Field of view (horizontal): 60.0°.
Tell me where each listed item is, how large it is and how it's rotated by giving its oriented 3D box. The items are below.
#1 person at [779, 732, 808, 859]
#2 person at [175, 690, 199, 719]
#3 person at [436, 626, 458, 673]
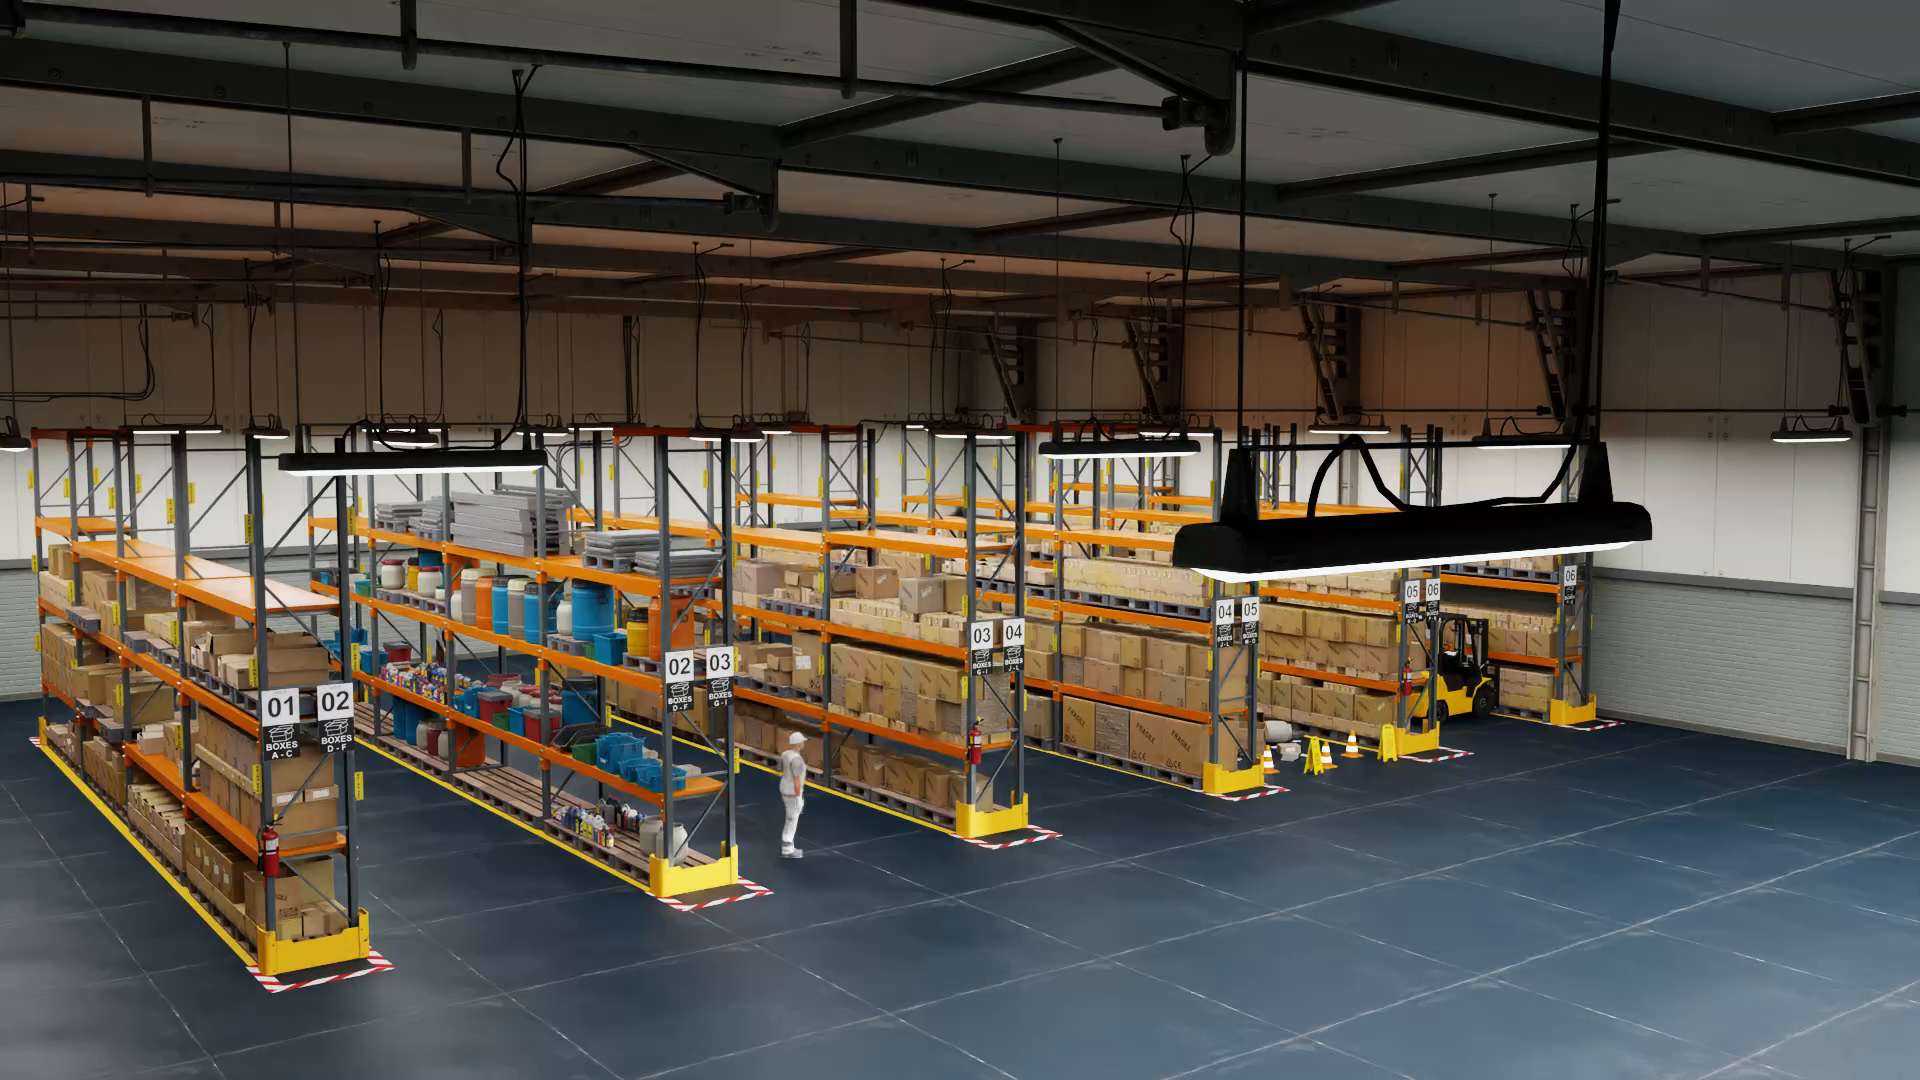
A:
[{"bbox_3d":[-2.336,3.597,23.471,0.398,1.787,0.685,-2,5,-19],"label":"person"},{"bbox_3d":[-14.247,3.040,30.814,0.622,1.762,0.547,0,4,3],"label":"person"},{"bbox_3d":[-11.774,2.489,38.119,0.467,1.661,1.077,-3,6,-38],"label":"person"}]
